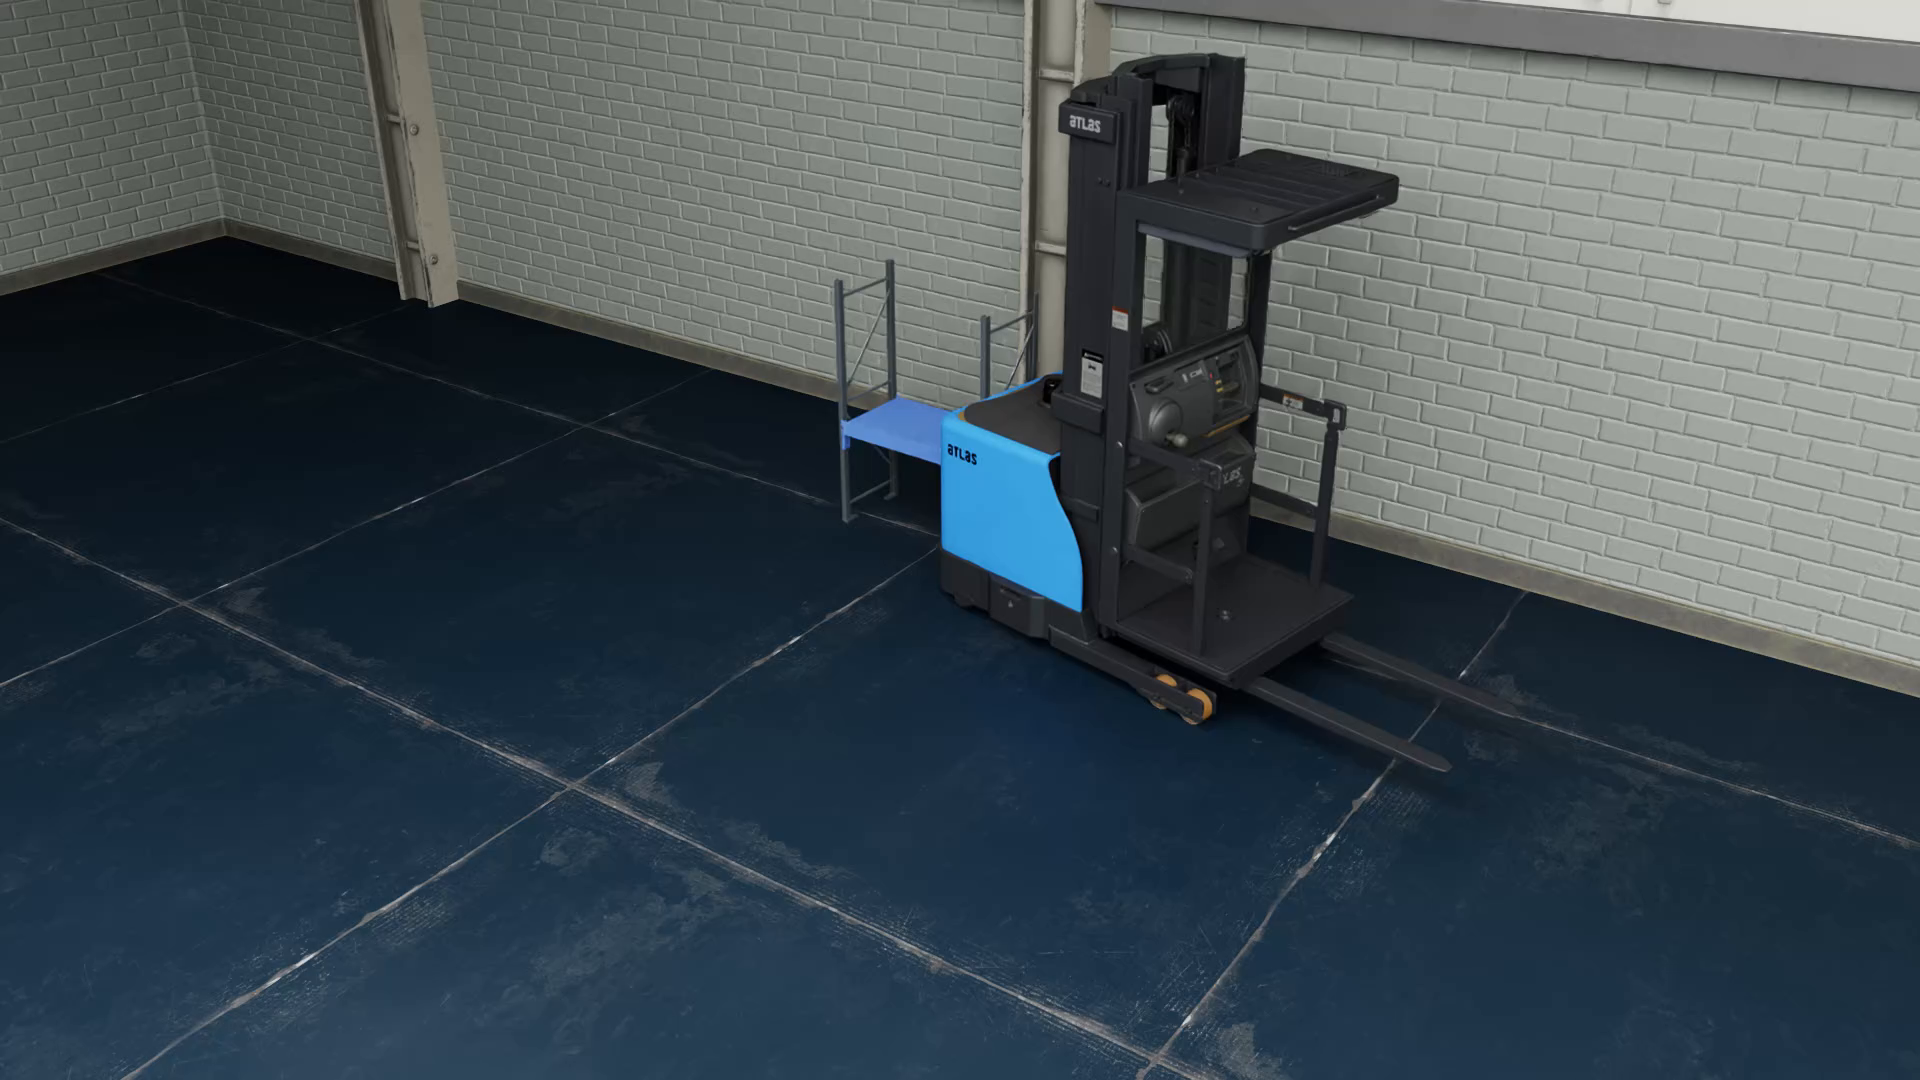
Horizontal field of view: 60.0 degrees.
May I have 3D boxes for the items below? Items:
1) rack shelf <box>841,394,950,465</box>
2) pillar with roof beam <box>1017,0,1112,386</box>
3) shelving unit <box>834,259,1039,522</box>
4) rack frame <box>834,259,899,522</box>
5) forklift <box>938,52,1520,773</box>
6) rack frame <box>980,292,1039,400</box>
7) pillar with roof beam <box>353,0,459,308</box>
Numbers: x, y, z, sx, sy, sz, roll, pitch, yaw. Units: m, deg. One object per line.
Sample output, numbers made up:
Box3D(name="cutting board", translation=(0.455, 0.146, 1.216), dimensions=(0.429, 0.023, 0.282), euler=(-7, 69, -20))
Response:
Box3D(name="rack shelf", translation=(-0.137, -0.572, 9.617), dimensions=(1.000, 0.185, 0.538), euler=(19, 32, 32))
Box3D(name="pillar with roof beam", translation=(-1.833, -2.846, 5.420), dimensions=(0.400, 9.000, 9.100), euler=(17, 32, 30))
Box3D(name="shelving unit", translation=(-0.137, -0.732, 9.536), dimensions=(1.048, 1.500, 0.538), euler=(19, 32, 32))
Box3D(name="rack frame", translation=(-0.544, -0.870, 9.807), dimensions=(0.032, 1.500, 0.500), euler=(19, 32, 32))
Box3D(name="forklift", translation=(1.283, -0.685, 7.864), dimensions=(3.031, 2.935, 1.130), euler=(24, 36, 39))
Box3D(name="rack frame", translation=(0.271, -0.594, 9.264), dimensions=(0.032, 1.500, 0.500), euler=(19, 32, 32))
Box3D(name="pillar with roof beam", translation=(-6.779, -4.386, 8.447), dimensions=(0.400, 9.000, 9.100), euler=(17, 32, 30))
